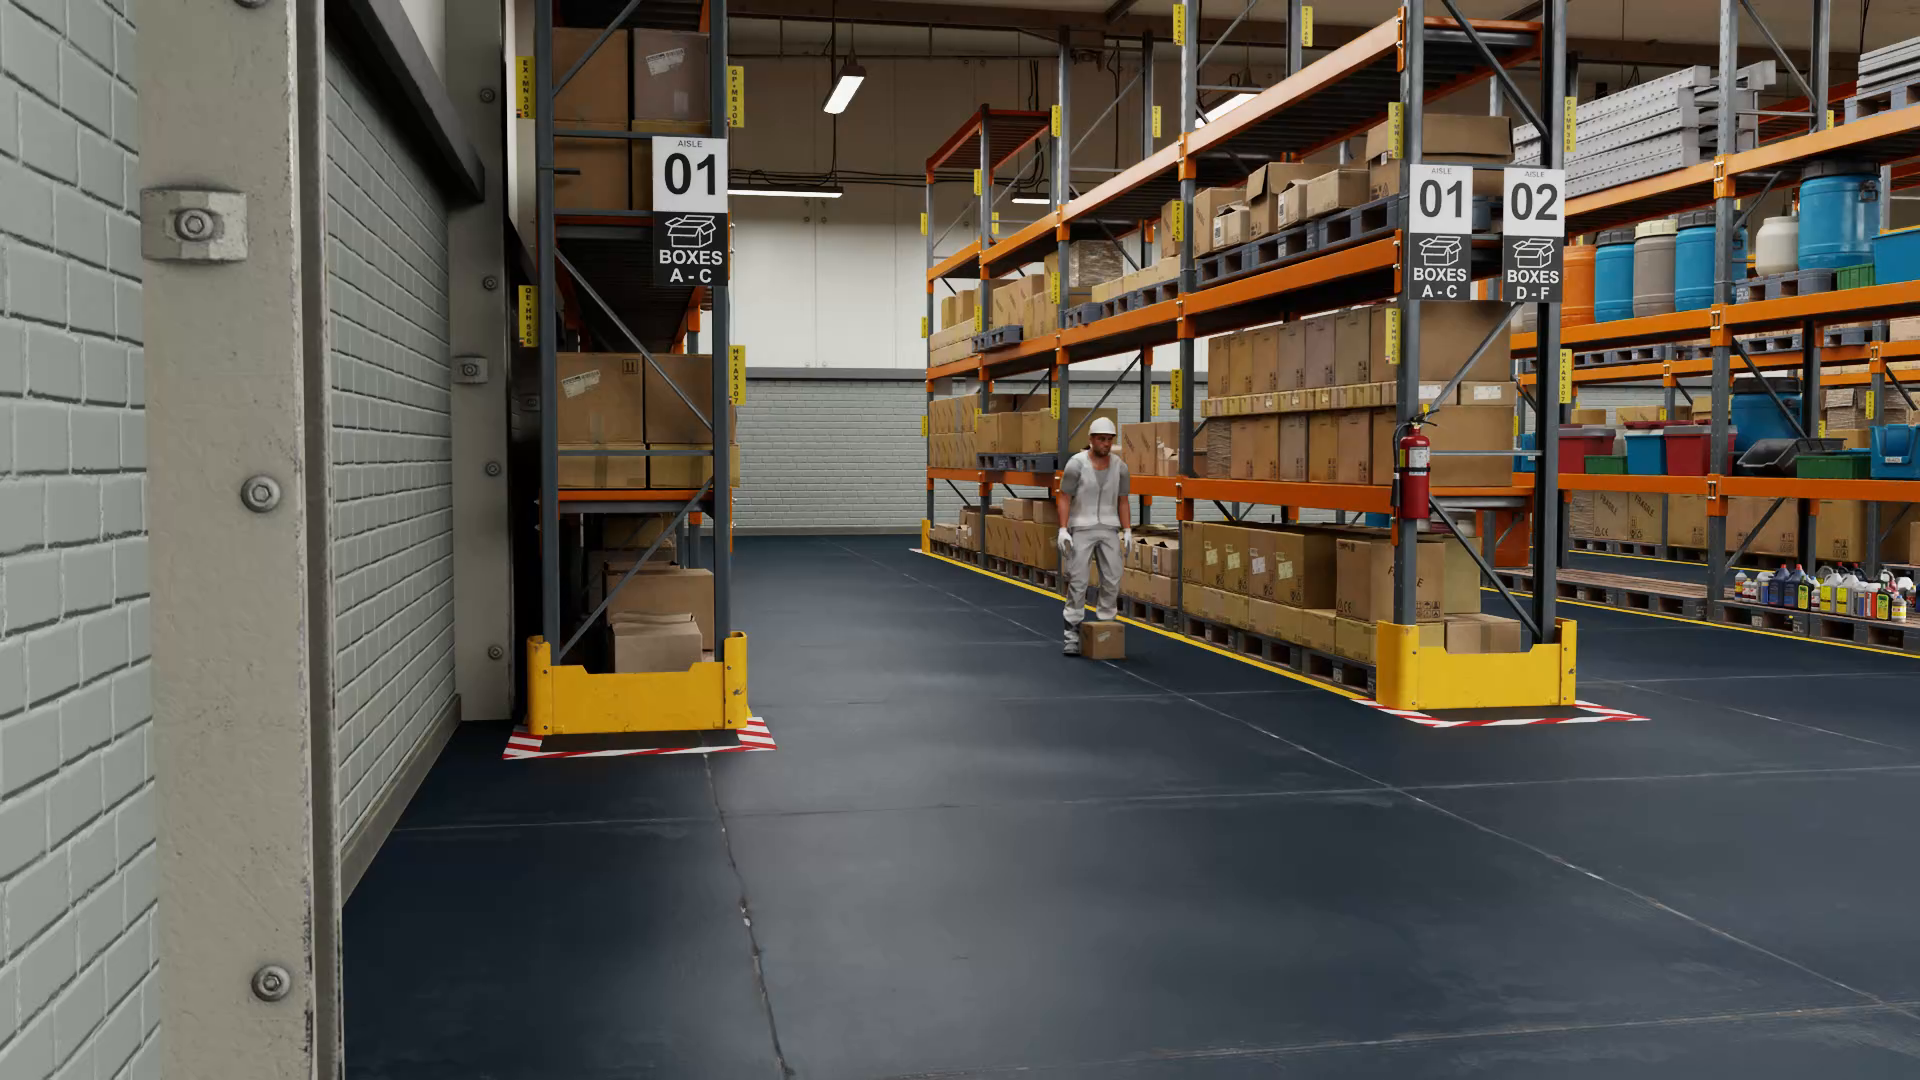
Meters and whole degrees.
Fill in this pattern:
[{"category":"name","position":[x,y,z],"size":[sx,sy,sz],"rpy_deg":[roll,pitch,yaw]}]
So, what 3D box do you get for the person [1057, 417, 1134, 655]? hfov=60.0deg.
[{"category":"person","position":[1.019,-0.030,12.498],"size":[0.604,1.777,0.453],"rpy_deg":[-1,3,-14]}]
